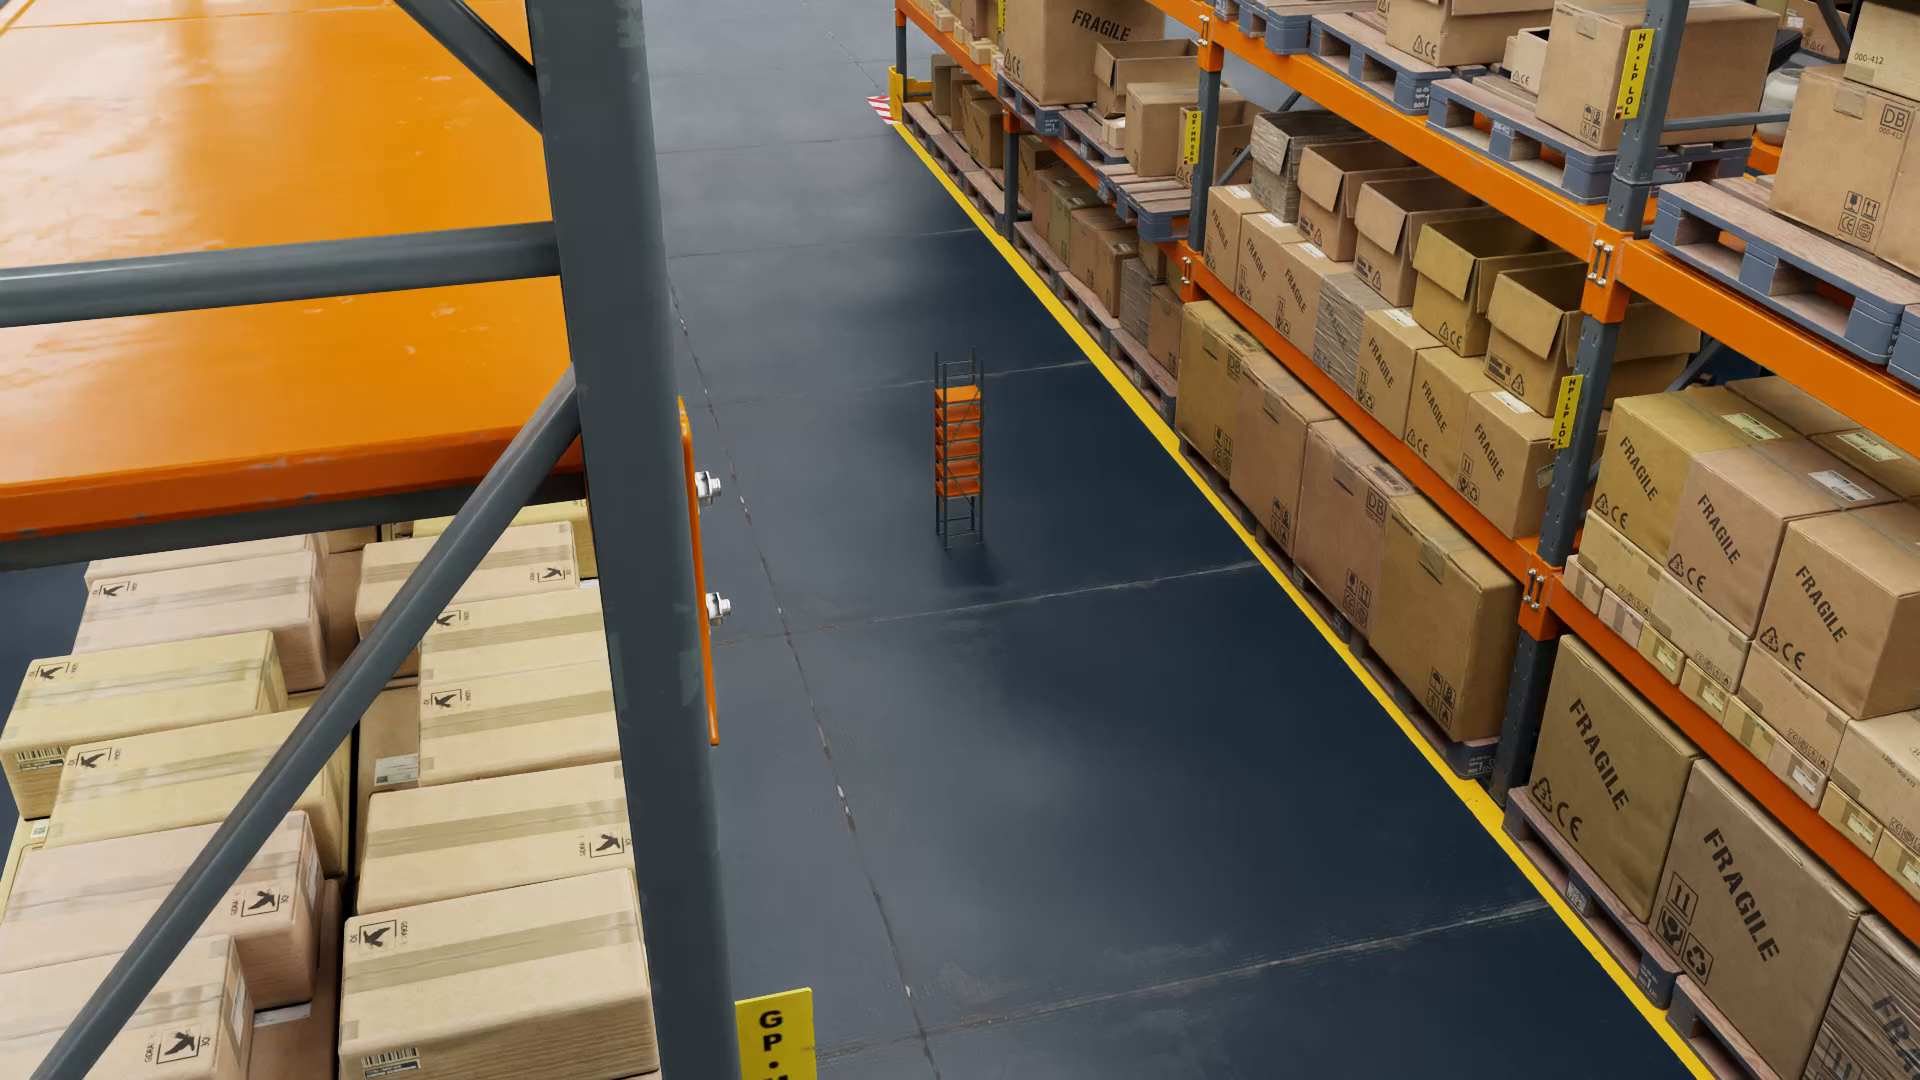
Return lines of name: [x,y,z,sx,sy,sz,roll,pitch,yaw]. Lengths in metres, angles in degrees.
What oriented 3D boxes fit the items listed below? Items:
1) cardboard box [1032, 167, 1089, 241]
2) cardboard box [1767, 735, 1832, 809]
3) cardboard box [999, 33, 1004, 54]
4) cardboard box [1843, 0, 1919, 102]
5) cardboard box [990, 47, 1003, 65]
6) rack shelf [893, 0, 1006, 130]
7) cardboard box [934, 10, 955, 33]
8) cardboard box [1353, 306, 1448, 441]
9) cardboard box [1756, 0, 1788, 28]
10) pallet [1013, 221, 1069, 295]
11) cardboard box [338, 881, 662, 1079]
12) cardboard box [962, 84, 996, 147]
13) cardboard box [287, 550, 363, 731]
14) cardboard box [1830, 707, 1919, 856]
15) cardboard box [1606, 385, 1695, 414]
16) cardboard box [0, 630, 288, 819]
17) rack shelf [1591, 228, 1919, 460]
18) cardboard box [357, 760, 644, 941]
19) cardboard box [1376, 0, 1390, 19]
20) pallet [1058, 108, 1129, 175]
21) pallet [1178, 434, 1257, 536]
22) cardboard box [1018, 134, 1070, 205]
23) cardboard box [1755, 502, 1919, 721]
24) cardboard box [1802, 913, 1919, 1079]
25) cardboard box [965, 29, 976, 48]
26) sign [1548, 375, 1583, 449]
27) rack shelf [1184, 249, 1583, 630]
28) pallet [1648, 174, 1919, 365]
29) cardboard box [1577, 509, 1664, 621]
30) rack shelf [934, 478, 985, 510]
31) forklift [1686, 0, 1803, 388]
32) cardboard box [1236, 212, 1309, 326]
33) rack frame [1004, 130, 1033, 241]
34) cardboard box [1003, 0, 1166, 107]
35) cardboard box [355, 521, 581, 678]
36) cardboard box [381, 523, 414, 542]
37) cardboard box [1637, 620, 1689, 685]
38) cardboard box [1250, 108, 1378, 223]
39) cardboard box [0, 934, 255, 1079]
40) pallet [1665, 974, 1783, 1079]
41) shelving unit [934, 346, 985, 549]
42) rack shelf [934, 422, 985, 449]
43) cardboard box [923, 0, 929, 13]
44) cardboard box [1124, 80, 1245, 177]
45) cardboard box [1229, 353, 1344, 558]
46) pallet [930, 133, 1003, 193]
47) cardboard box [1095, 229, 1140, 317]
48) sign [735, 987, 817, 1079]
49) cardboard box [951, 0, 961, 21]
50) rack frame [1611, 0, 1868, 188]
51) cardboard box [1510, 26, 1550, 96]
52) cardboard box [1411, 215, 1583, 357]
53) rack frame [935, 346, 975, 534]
cardboard box: [1.024,-2.805,13.890,0.700,0.500,0.500,-10,32,-17]
cardboard box: [3.108,0.789,5.874,0.380,0.149,0.250,-7,31,-13]
cardboard box: [0.822,-4.394,14.181,0.875,0.500,0.500,-8,31,-13]
cardboard box: [3.249,-1.568,5.335,0.500,0.250,0.500,-10,31,-16]
cardboard box: [0.476,-4.203,14.499,0.380,0.149,0.250,-8,31,-13]
rack shelf: [0.351,-4.651,15.740,1.077,0.370,4.000,-8,31,-13]
cardboard box: [-0.029,-4.913,15.725,0.380,0.149,0.250,-8,31,-13]
cardboard box: [2.348,-0.857,8.367,0.500,0.500,0.500,-8,31,-14]
cardboard box: [9.435,-6.030,18.982,0.500,0.500,0.500,-8,31,-13]
pallet: [1.090,-2.413,13.940,1.003,0.211,1.213,-8,31,-13]
cardboard box: [-0.611,0.709,2.418,0.500,0.250,0.500,-7,31,-12]
cardboard box: [0.309,-4.135,16.207,0.500,0.500,0.500,-5,30,-9]
cardboard box: [-1.380,0.277,3.164,0.500,0.250,0.500,-7,31,-13]
cardboard box: [3.271,0.795,5.466,0.500,0.250,0.500,-8,31,-13]
cardboard box: [3.124,-0.431,7.632,0.500,0.500,0.500,-8,31,-13]
cardboard box: [-1.328,0.297,2.731,0.380,0.149,0.250,-7,31,-12]
rack shelf: [3.536,-0.153,4.975,1.077,0.370,4.000,-8,31,-13]
cardboard box: [-0.659,0.476,2.423,0.380,0.149,0.250,-7,31,-11]
cardboard box: [2.489,-2.897,8.479,0.500,0.500,0.500,-6,31,-11]
pallet: [1.379,-2.932,12.244,1.003,0.211,1.213,-8,31,-13]
pallet: [2.080,-0.467,10.577,1.003,0.211,1.213,-8,31,-13]
cardboard box: [0.814,-3.295,14.755,0.500,0.500,0.500,-9,31,-15]
cardboard box: [3.152,0.234,5.686,0.500,0.500,0.500,-9,31,-15]
cardboard box: [3.578,1.799,5.580,0.875,0.875,0.875,-8,31,-13]
cardboard box: [0.257,-4.563,15.120,0.380,0.149,0.250,-8,31,-13]
sign: [2.485,-0.522,6.812,0.100,0.325,0.005,-8,31,-13]
rack shelf: [2.474,-0.787,9.064,1.077,0.370,4.000,-8,31,-13]
pallet: [3.212,-0.996,5.801,1.003,0.211,1.213,-8,31,-13]
cardboard box: [2.877,0.066,6.726,0.500,0.250,0.500,-8,31,-14]
rack shelf: [-0.004,-0.280,9.835,0.258,0.103,0.180,-8,31,-13]
forklift: [4.675,-2.343,11.103,1.130,2.935,3.031,22,37,33]
cardboard box: [1.949,-1.588,9.630,0.500,0.500,0.500,-9,31,-15]
rack frame: [0.882,-3.996,13.891,1.000,3.000,0.127,-8,31,-13]
cardboard box: [0.958,-4.035,12.940,1.000,1.000,1.000,-8,31,-13]
cardboard box: [-0.895,0.107,3.060,0.380,0.149,0.250,-7,31,-12]
cardboard box: [-1.006,-0.028,3.691,0.500,0.250,0.500,-9,31,-15]
cardboard box: [2.903,0.418,6.516,0.380,0.149,0.250,-7,31,-12]
cardboard box: [2.122,-2.186,9.663,0.797,0.503,0.637,-7,31,-12]
cardboard box: [-1.114,0.667,2.094,0.380,0.149,0.250,-8,31,-14]
pallet: [3.459,2.043,6.242,1.003,0.211,1.213,-8,31,-13]
shelving unit: [-0.004,-0.526,9.693,0.258,1.200,0.189,-8,31,-13]
rack shelf: [-0.004,-0.592,9.655,0.258,0.103,0.180,-8,31,-13]
cardboard box: [-0.148,-5.286,16.370,0.380,0.149,0.250,-8,31,-13]
cardboard box: [1.517,-2.801,11.307,0.700,0.500,0.500,-3,30,-6]
cardboard box: [2.336,-0.559,9.654,1.225,0.875,0.875,-8,31,-13]
pallet: [0.342,-3.699,16.162,1.003,0.211,1.213,-8,31,-13]
cardboard box: [1.430,-2.033,12.555,0.700,0.500,0.500,-5,30,-9]
sign: [-0.219,0.662,1.977,0.100,0.325,0.005,-8,31,-13]
cardboard box: [0.401,-5.115,15.427,0.875,0.500,0.500,-8,31,-13]
rack frame: [3.005,-2.729,5.713,1.000,3.000,0.127,-8,31,-13]
cardboard box: [2.801,-2.116,7.317,0.500,0.311,0.500,-9,31,-15]
cardboard box: [2.657,-1.250,8.046,0.797,0.503,0.637,-8,31,-13]
rack frame: [-0.028,-0.570,9.769,0.240,1.200,0.006,-8,31,-13]
